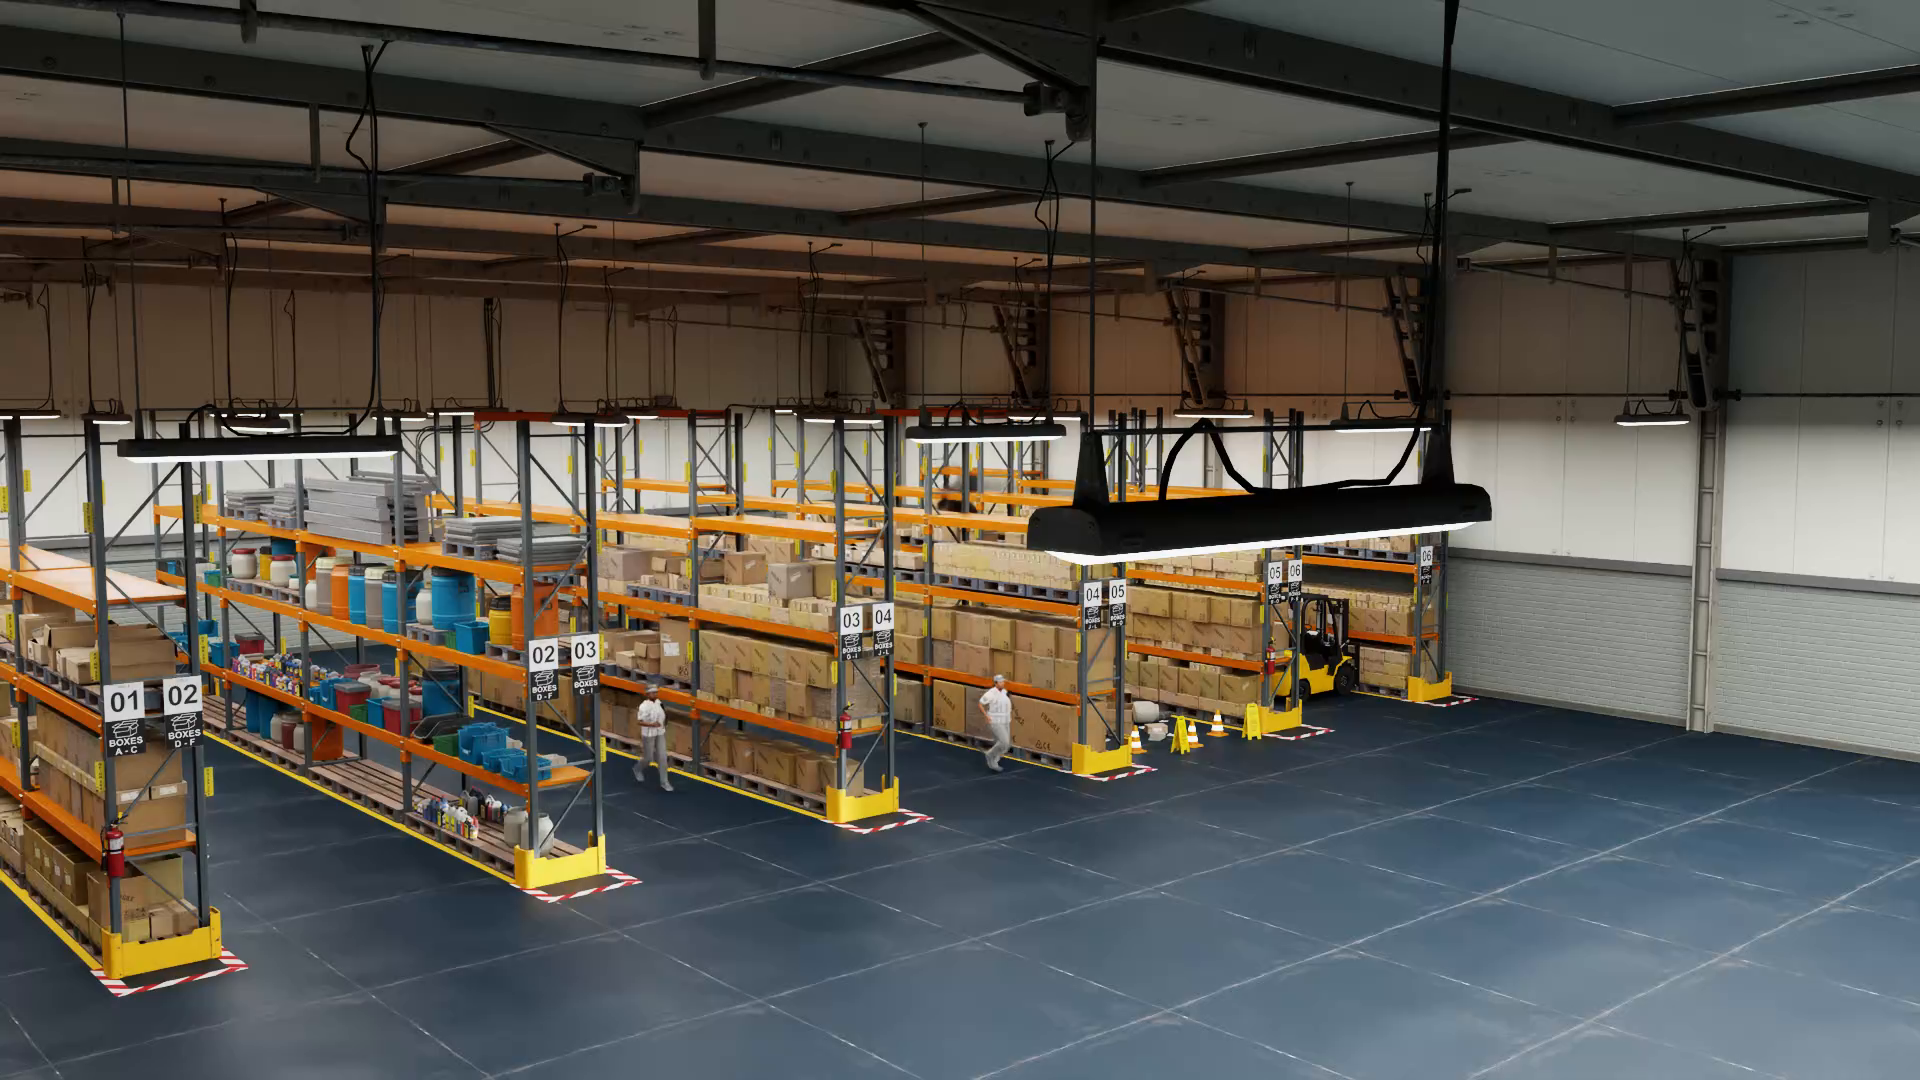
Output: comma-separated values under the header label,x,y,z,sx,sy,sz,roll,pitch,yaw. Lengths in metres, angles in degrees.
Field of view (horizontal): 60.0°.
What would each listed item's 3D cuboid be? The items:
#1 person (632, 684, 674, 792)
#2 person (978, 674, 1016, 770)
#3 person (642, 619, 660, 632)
label,x,y,z,sx,sy,sz,roll,pitch,yaw
person,-4.929,3.133,26.619,0.923,1.699,0.551,5,7,44
person,0.683,3.068,27.864,0.575,1.629,0.586,4,7,40
person,-7.743,1.854,41.332,0.646,1.698,0.749,1,5,14
